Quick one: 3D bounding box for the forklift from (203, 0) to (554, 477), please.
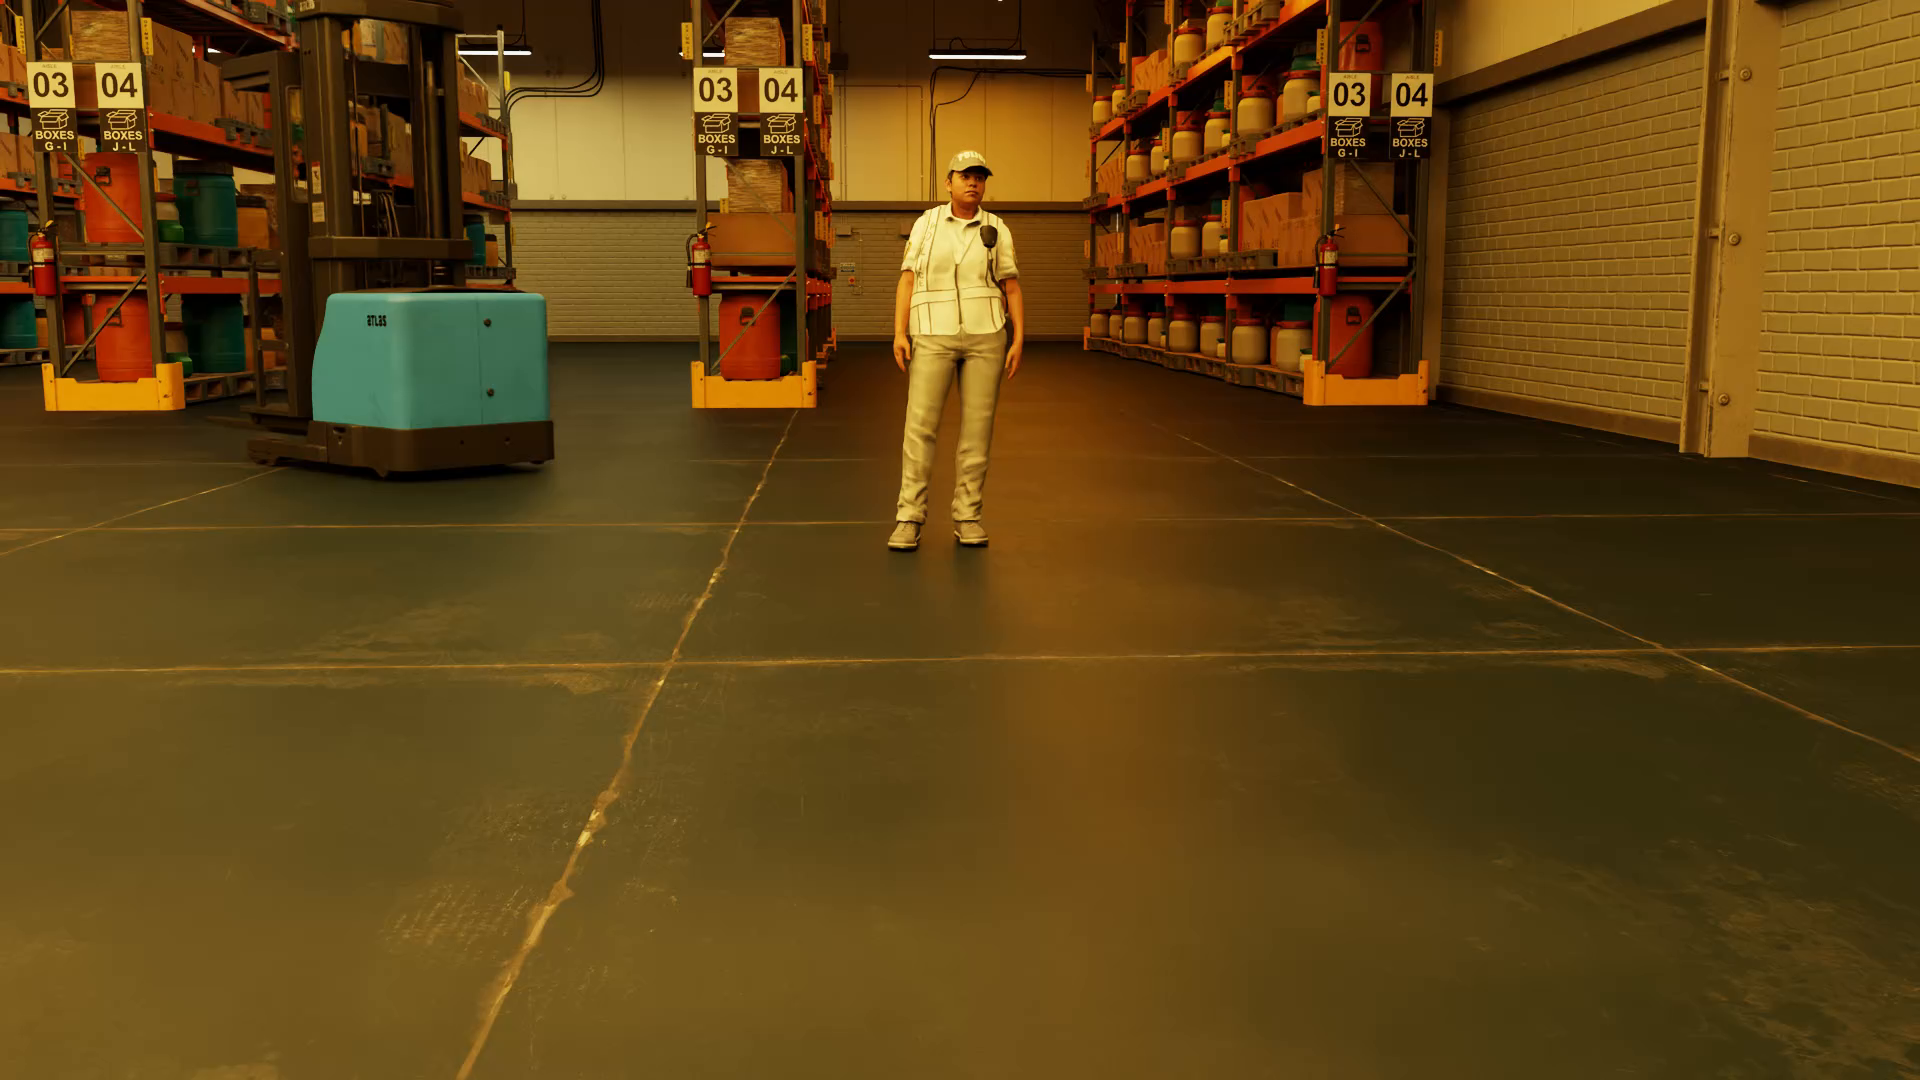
[{"bbox_3d":[-3.900,-1.965,10.564,3.031,2.935,1.130,8,11,42],"label":"forklift"}]

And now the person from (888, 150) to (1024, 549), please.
[{"bbox_3d":[-0.018,-0.821,7.109,0.598,1.670,0.529,-1,8,-4],"label":"person"}]
